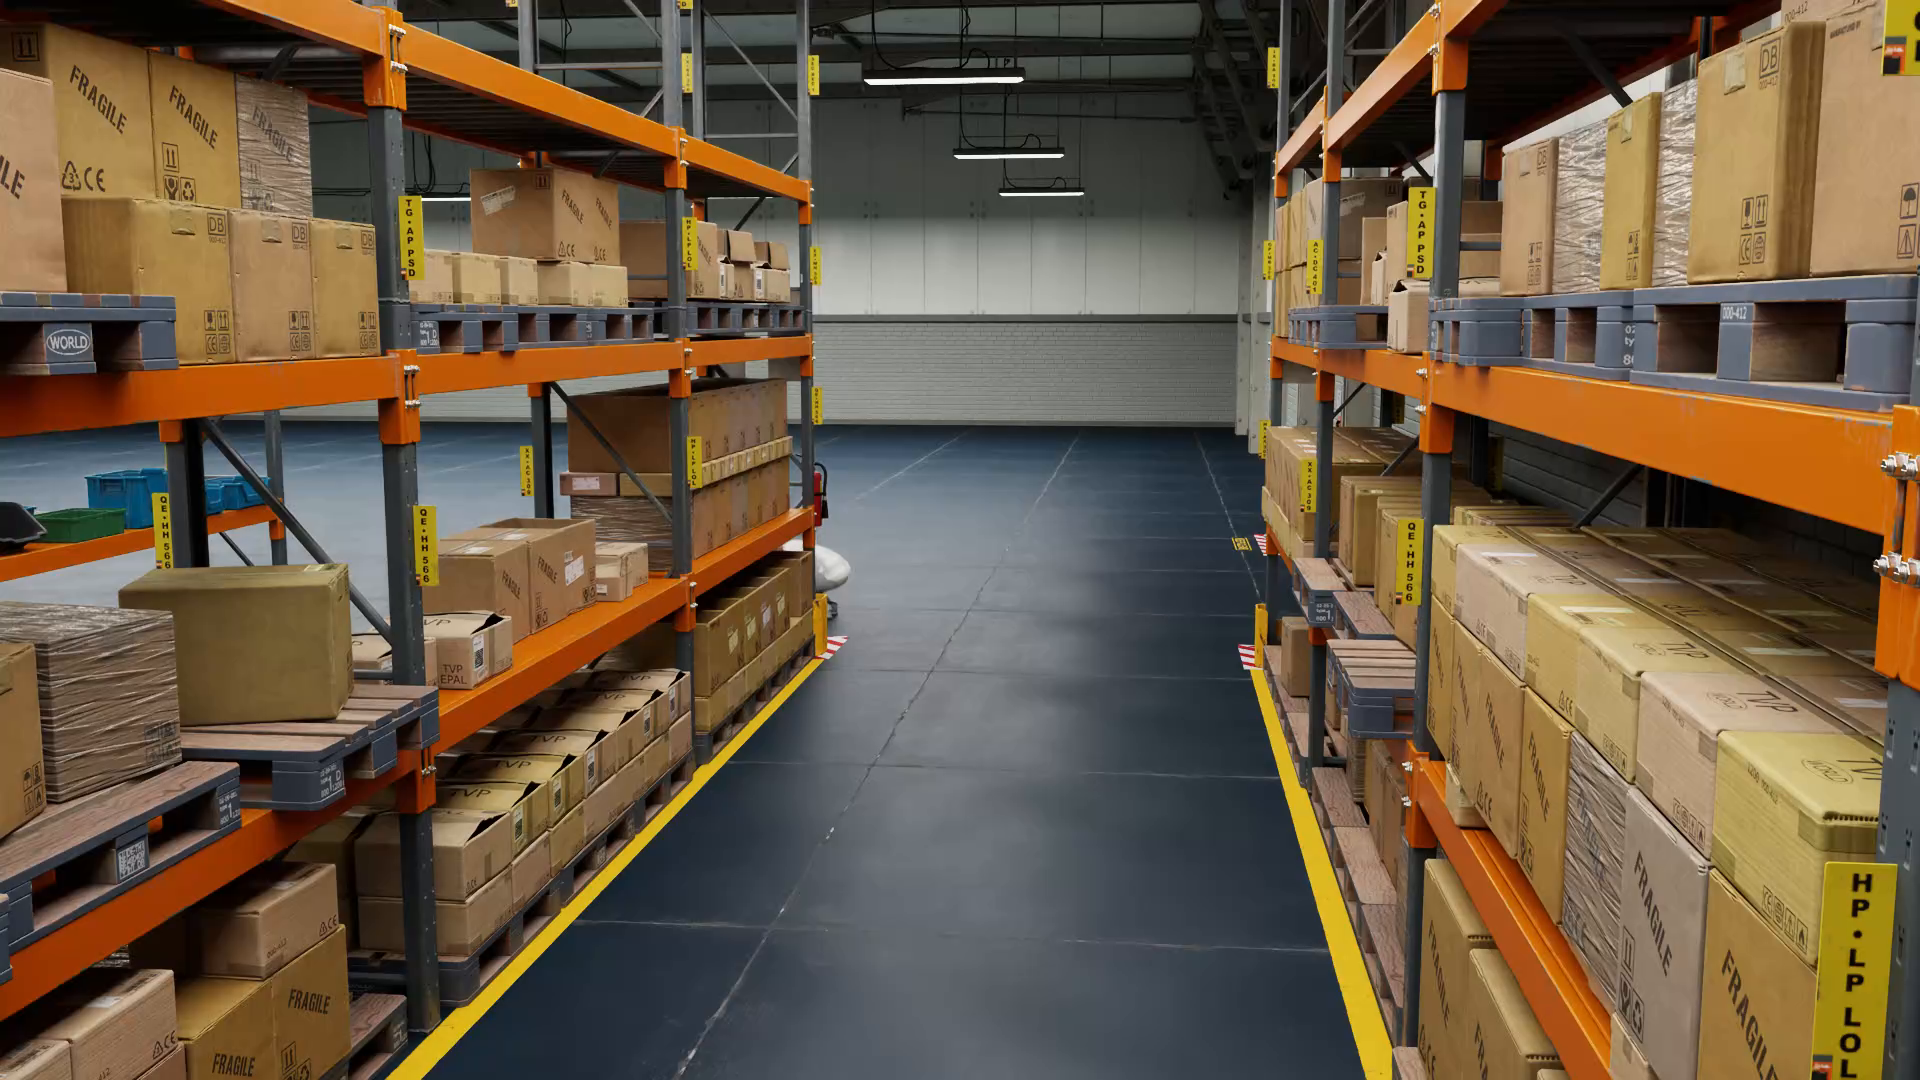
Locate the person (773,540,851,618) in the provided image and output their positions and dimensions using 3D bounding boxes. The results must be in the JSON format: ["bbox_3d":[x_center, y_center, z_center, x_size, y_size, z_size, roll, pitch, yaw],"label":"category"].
[{"bbox_3d":[-1.566,0.409,16.601,0.934,0.887,0.540,1,8,5],"label":"person"}]
